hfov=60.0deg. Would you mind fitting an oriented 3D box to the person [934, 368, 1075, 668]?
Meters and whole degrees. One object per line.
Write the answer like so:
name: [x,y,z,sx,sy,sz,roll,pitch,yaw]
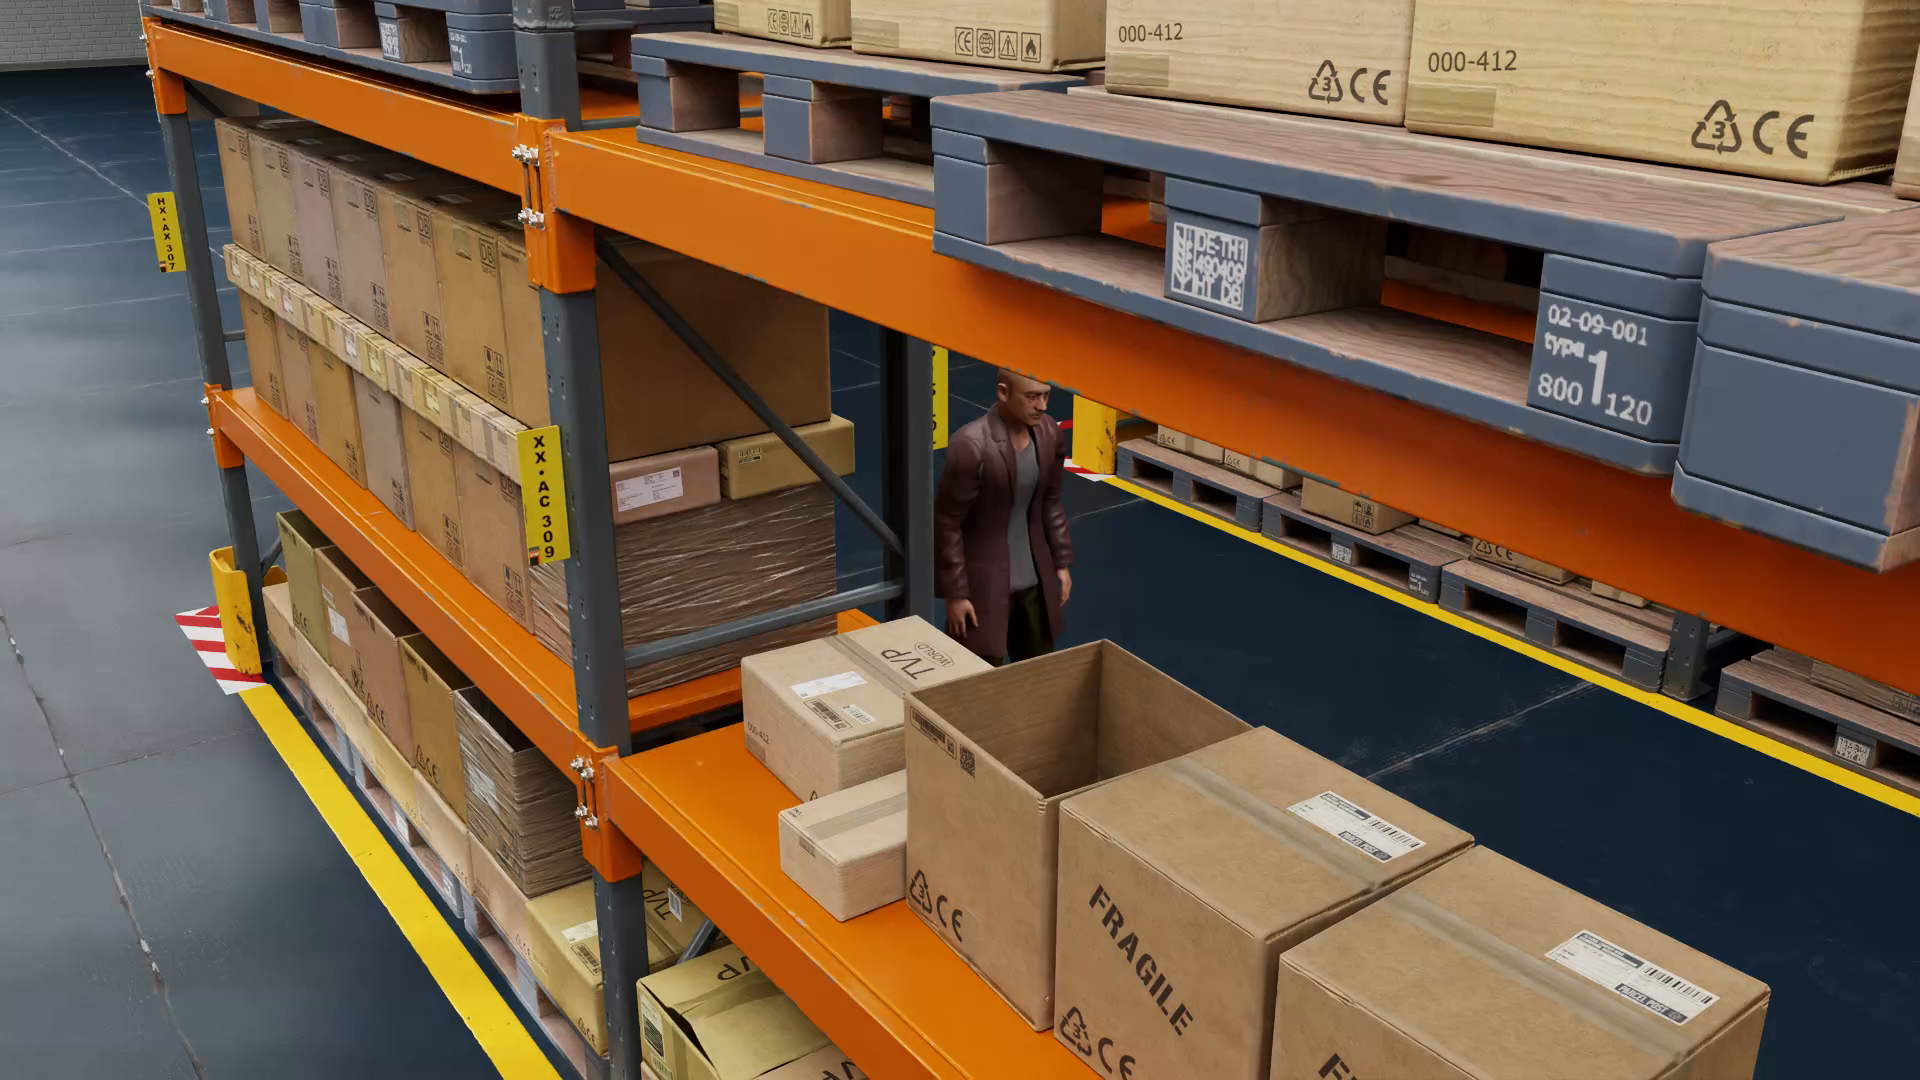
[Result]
person: [0.175,0.161,6.187,0.647,1.772,0.429,-16,26,-36]
